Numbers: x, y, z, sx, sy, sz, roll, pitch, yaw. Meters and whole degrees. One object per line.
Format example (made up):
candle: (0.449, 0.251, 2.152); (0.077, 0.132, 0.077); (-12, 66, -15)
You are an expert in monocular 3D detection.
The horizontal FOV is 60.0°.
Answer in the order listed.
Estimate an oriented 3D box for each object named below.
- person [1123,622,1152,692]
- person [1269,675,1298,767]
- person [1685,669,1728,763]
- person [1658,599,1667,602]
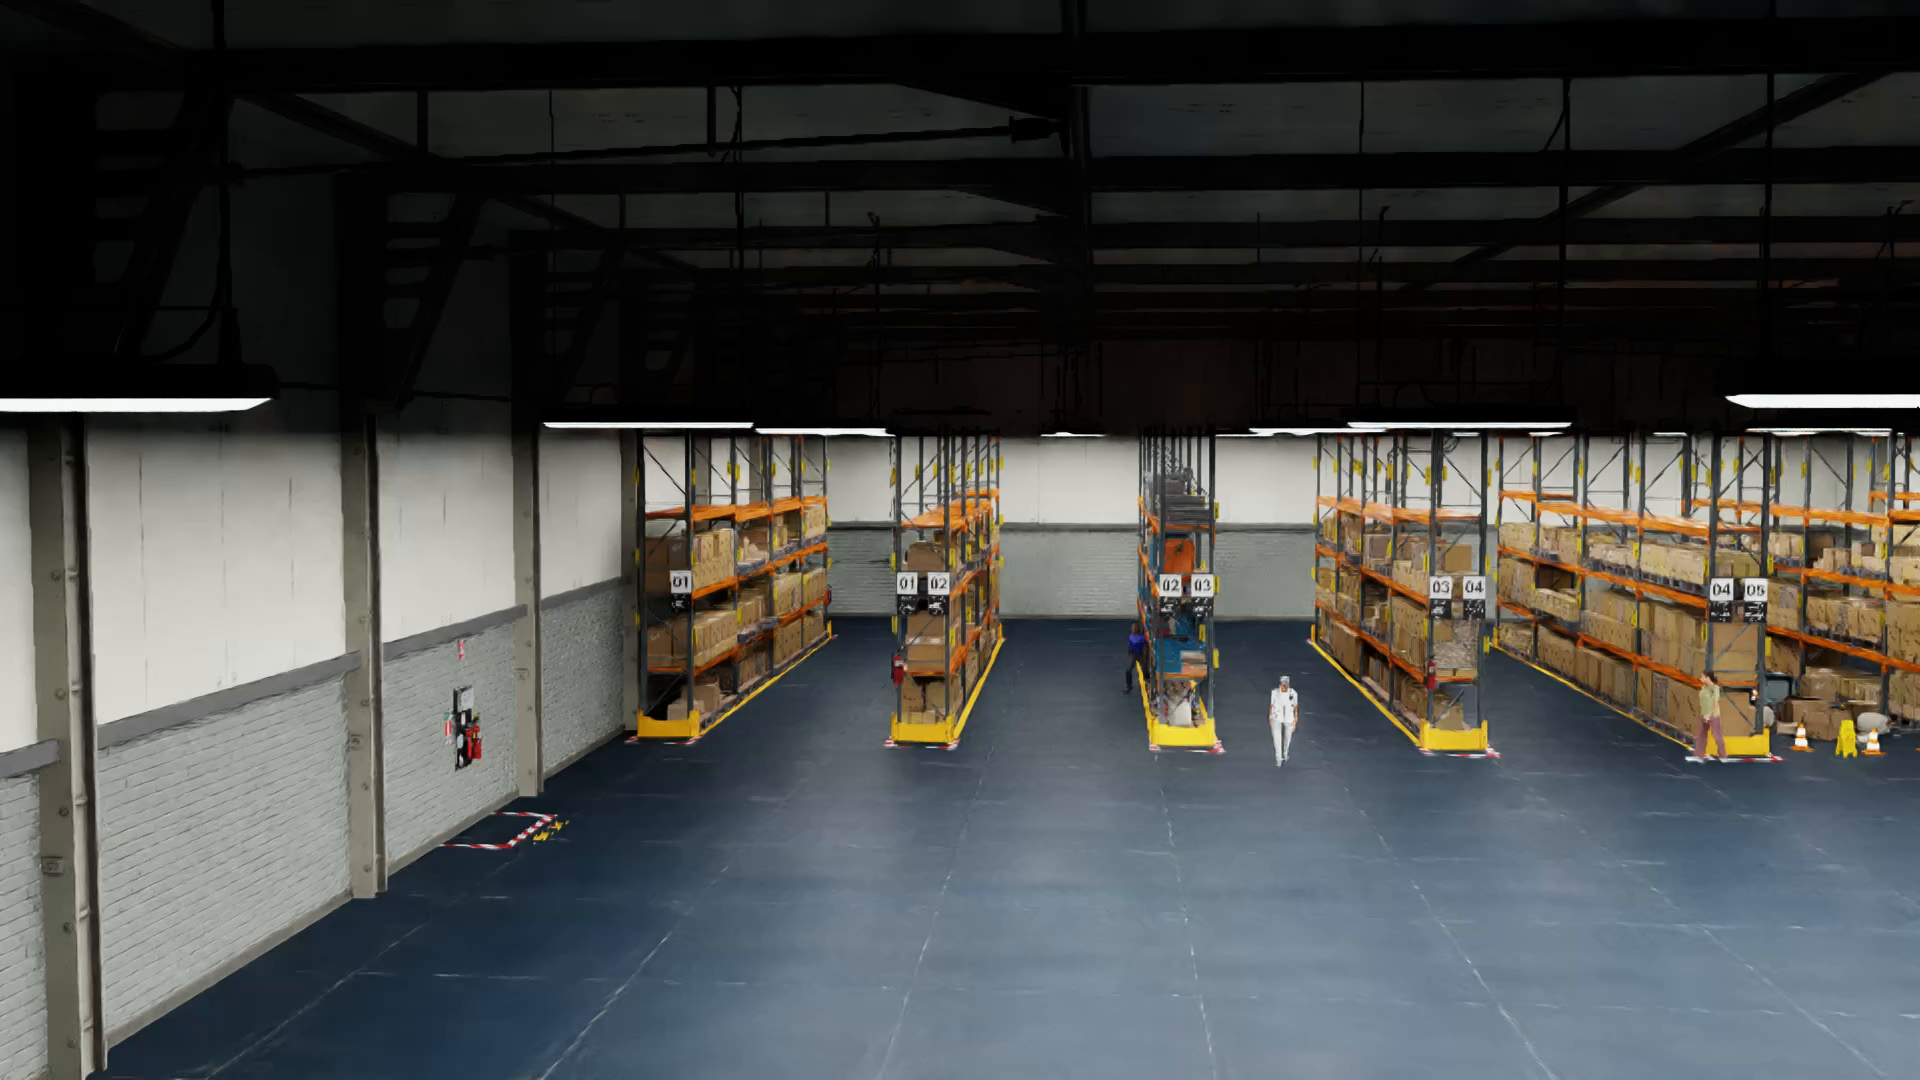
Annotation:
person: (4.040, 2.633, 37.624); (0.508, 1.591, 0.944); (2, 4, 25)
person: (5.682, 3.143, 29.134); (0.481, 1.583, 1.083); (0, 3, 2)
person: (13.222, 3.097, 29.322); (0.632, 1.664, 0.552); (-1, 4, -16)
person: (17.670, 2.331, 41.912); (0.555, 1.654, 0.580); (2, 4, 28)
